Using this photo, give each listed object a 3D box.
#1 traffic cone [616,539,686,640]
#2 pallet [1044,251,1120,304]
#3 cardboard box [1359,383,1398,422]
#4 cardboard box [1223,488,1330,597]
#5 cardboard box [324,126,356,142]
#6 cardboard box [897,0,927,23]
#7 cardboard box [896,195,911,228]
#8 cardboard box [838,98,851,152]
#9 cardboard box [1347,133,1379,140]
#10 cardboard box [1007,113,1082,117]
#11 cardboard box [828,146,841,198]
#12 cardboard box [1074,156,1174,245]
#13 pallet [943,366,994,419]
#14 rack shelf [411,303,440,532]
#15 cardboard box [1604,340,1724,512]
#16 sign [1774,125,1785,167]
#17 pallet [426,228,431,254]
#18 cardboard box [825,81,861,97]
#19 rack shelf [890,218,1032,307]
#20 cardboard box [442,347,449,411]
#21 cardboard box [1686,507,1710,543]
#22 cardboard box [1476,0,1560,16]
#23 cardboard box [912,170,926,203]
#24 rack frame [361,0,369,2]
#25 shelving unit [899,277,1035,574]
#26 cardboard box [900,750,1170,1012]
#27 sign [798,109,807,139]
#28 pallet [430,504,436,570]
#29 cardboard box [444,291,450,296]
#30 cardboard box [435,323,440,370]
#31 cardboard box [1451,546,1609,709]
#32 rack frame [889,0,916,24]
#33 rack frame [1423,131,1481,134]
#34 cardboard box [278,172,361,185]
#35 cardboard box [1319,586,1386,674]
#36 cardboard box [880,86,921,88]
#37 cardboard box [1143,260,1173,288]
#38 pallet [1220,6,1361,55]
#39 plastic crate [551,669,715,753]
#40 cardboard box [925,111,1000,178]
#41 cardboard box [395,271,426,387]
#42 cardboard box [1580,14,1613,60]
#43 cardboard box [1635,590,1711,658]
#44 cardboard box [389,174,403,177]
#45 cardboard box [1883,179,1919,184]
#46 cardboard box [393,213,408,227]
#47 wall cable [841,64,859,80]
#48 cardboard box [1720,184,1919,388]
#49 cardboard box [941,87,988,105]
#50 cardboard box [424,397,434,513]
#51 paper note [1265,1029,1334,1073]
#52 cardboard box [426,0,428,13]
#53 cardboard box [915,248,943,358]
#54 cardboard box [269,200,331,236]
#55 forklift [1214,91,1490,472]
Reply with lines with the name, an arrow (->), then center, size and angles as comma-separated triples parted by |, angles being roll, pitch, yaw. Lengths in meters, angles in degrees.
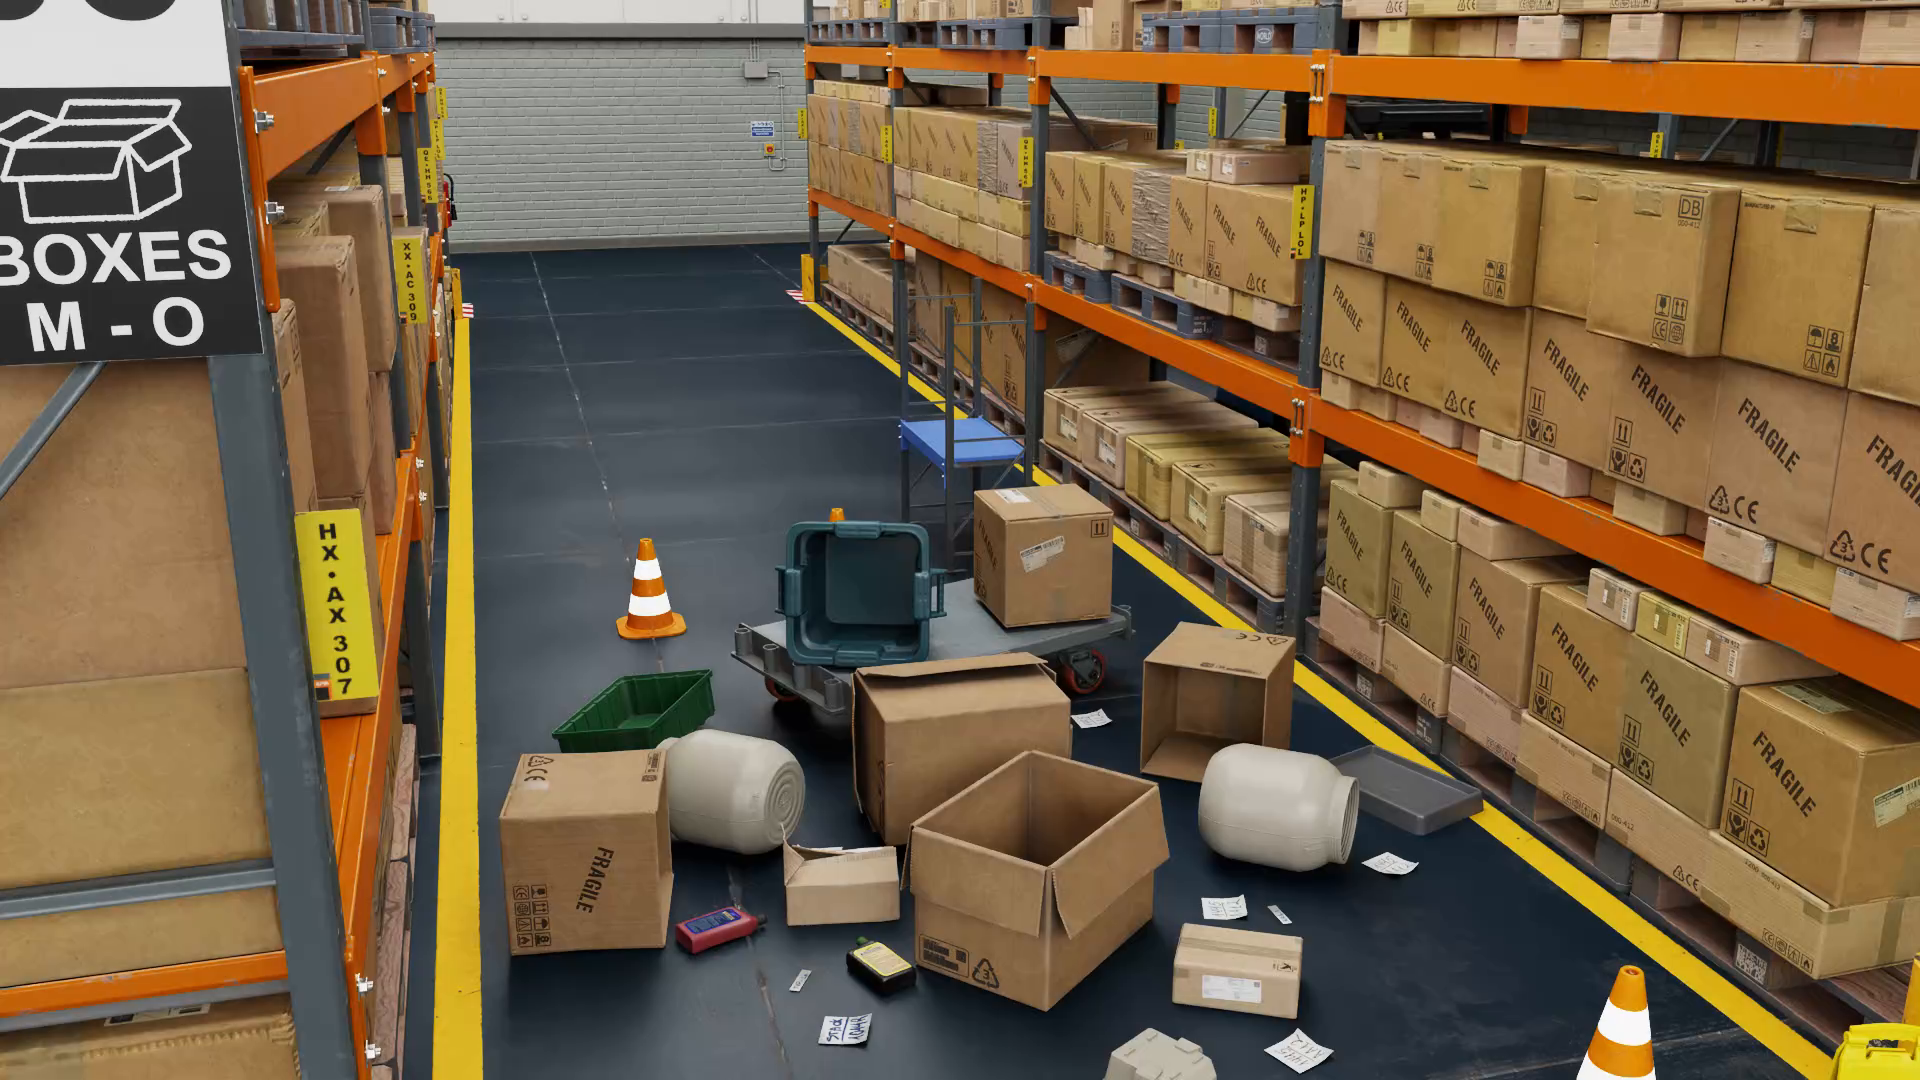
traffic cone -> -1.574, 0.222, 8.409 | 0.336, 0.463, 0.334 | -5, 17, -15
pallet -> 1.273, -1.748, 10.890 | 1.213, 0.211, 1.003 | -5, 17, -15
cardboard box -> 1.972, -0.623, 7.250 | 0.380, 0.149, 0.250 | -4, 17, -14
cardboard box -> 1.928, -0.009, 8.607 | 0.950, 0.372, 0.625 | -4, 17, -15
cardboard box -> -5.245, -3.493, 13.939 | 0.500, 0.500, 0.500 | -5, 18, -17
cardboard box -> -0.323, -4.542, 14.149 | 0.396, 0.266, 0.258 | -5, 17, -16
cardboard box -> -0.257, -2.920, 14.721 | 0.500, 0.250, 0.500 | -5, 17, -17
cardboard box -> -0.930, -4.191, 16.777 | 0.500, 0.500, 0.500 | -5, 17, -15
cardboard box -> 4.494, -4.391, 17.796 | 0.500, 0.500, 0.500 | -5, 17, -17
cardboard box -> 0.666, -3.132, 13.251 | 0.500, 0.500, 0.500 | -4, 17, -14
cardboard box -> -1.079, -3.854, 17.394 | 0.500, 0.500, 0.500 | -5, 17, -16
cardboard box -> 1.026, -2.134, 10.420 | 0.500, 0.500, 0.500 | -4, 17, -12
pallet -> 0.499, -1.254, 13.759 | 1.003, 0.211, 1.213 | -5, 17, -15
rack shelf -> -3.207, -0.711, 8.357 | 1.077, 0.370, 4.000 | -5, 17, -15
cardboard box -> 2.492, -0.412, 5.418 | 0.500, 0.500, 0.500 | -5, 17, -16
sign -> 6.279, -3.021, 12.783 | 0.100, 0.325, 0.005 | -5, 17, -15
pallet -> -4.340, -2.062, 11.935 | 1.003, 0.211, 1.213 | -5, 17, -15
cardboard box -> -1.201, -4.739, 17.477 | 0.380, 0.149, 0.250 | -5, 18, -17
rack shelf -> 0.425, -2.237, 13.436 | 1.077, 0.370, 4.000 | -5, 17, -15
cardboard box -> -4.133, -1.251, 12.516 | 0.500, 0.500, 0.500 | -5, 17, -16
cardboard box -> 2.604, -0.066, 5.396 | 0.380, 0.149, 0.250 | -4, 17, -14
cardboard box -> 2.208, -2.004, 5.940 | 0.500, 0.250, 0.500 | -5, 17, -15
cardboard box -> -0.104, -3.016, 14.172 | 0.500, 0.250, 0.500 | -4, 17, -14
rack frame -> -2.657, -3.376, 5.548 | 1.000, 3.000, 0.127 | -5, 17, -15
shelving unit -> 0.023, -0.695, 9.658 | 0.538, 1.500, 1.048 | -5, 17, -15
cardboard box -> 0.257, 1.094, 5.434 | 0.637, 0.503, 0.797 | 11, 20, 32
sign -> -1.759, -4.652, 18.581 | 0.100, 0.325, 0.005 | -5, 17, -15
pallet -> -3.612, -0.050, 9.750 | 1.003, 0.211, 1.213 | -5, 17, -15
cardboard box -> -5.236, -2.391, 16.406 | 0.380, 0.149, 0.250 | -4, 17, -14
cardboard box -> -3.853, -1.322, 11.452 | 0.500, 0.250, 0.500 | -5, 17, -16
cardboard box -> 2.276, 0.310, 6.453 | 0.500, 0.500, 0.500 | -4, 17, -12
rack frame -> -0.124, -6.008, 14.311 | 1.000, 3.000, 0.127 | -5, 17, -15
rack frame -> 4.647, -3.528, 16.484 | 1.000, 3.000, 0.127 | -5, 17, -15
cardboard box -> -2.943, -1.308, 7.182 | 0.700, 0.500, 0.500 | -5, 17, -16
cardboard box -> 1.977, 0.378, 7.528 | 0.500, 0.250, 0.500 | -6, 18, -18
cardboard box -> -0.542, -4.184, 15.626 | 0.380, 0.149, 0.250 | -5, 17, -15
cardboard box -> 1.283, -1.554, 9.617 | 0.380, 0.149, 0.250 | -4, 17, -14
pallet -> 2.007, -2.448, 7.999 | 1.213, 0.211, 1.003 | -5, 17, -15
plastic crate -> -1.350, 0.761, 6.993 | 0.450, 0.188, 0.662 | -6, 15, 16
cardboard box -> 0.022, -3.240, 13.611 | 0.500, 0.500, 0.500 | -5, 17, -17
cardboard box -> -2.817, -0.995, 7.878 | 0.500, 0.500, 0.500 | -5, 17, -16
cardboard box -> 2.348, -1.705, 5.638 | 0.380, 0.149, 0.250 | -5, 17, -15
cardboard box -> 2.471, 0.263, 5.480 | 0.380, 0.149, 0.250 | -4, 17, -14
cardboard box -> -4.060, -2.481, 11.672 | 0.380, 0.149, 0.250 | -4, 17, -14
cardboard box -> 6.503, -2.363, 11.304 | 0.380, 0.149, 0.250 | -5, 17, -16
cardboard box -> -3.696, -1.982, 10.526 | 0.380, 0.149, 0.250 | -4, 17, -13
wall cable -> -1.435, -6.401, 24.282 | 0.588, 1.984, 0.122 | -5, 17, -15
cardboard box -> 2.691, -0.749, 4.804 | 0.700, 0.500, 0.500 | -5, 17, -15
cardboard box -> 0.039, -4.080, 15.282 | 0.380, 0.149, 0.250 | -5, 17, -16
cardboard box -> -3.676, -0.557, 9.774 | 1.050, 0.750, 0.750 | -5, 17, -16
paper note -> 1.000, 1.502, 4.898 | 0.148, 0.019, 0.142 | -12, 20, -34
cardboard box -> -5.584, -5.319, 16.623 | 0.500, 0.250, 0.500 | -5, 18, -17
cardboard box -> 0.123, -2.153, 14.870 | 0.875, 0.875, 0.875 | -4, 17, -14
cardboard box -> -2.310, -0.684, 4.877 | 0.875, 0.550, 0.550 | -5, 17, -15
forklift -> 2.773, -1.812, 10.891 | 1.130, 2.935, 3.031 | -4, 17, -14
